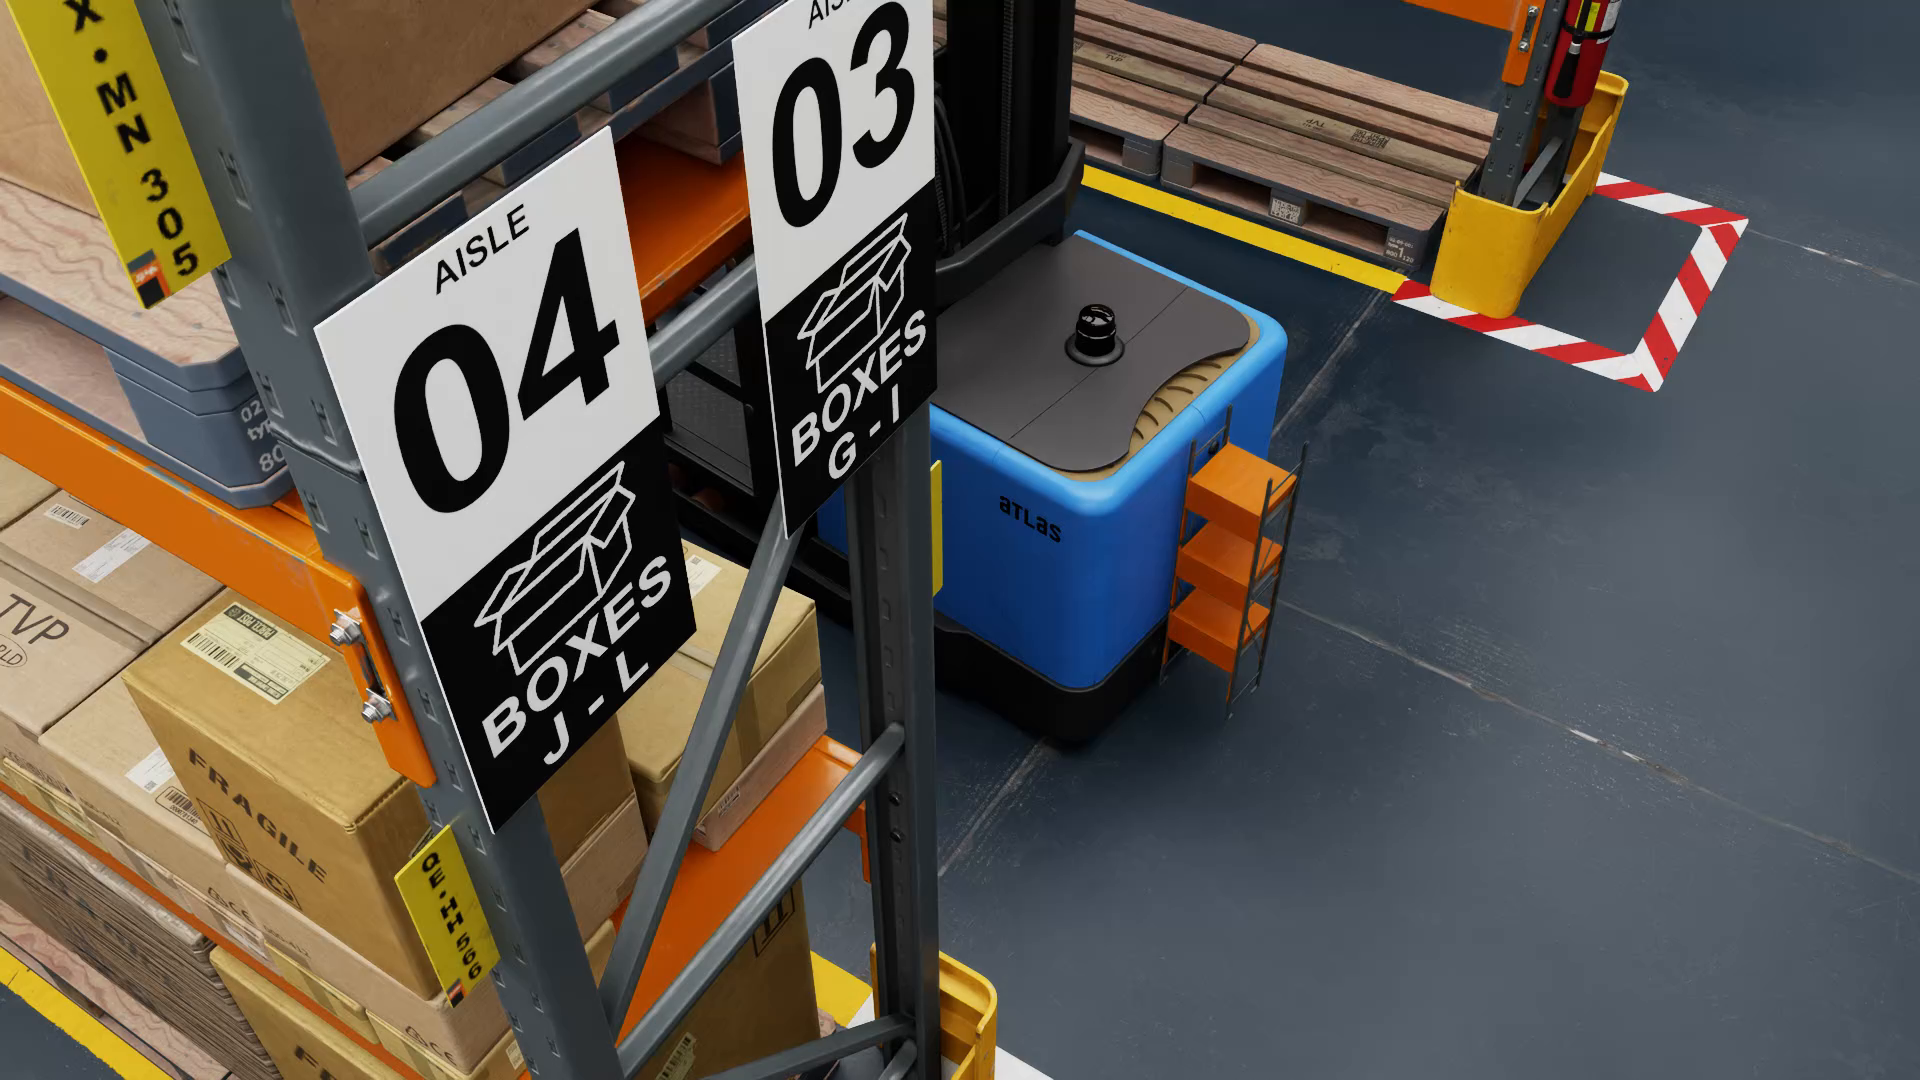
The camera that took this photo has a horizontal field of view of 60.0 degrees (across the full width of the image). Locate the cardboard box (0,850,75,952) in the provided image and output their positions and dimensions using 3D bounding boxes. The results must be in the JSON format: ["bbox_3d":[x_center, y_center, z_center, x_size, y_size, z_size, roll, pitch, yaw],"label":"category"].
[{"bbox_3d":[-2.463,0.362,4.495,0.875,0.875,0.875,25,51,22],"label":"cardboard box"}]

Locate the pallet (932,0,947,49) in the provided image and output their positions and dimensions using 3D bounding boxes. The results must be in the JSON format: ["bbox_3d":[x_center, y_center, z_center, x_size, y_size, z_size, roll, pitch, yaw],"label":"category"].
[{"bbox_3d":[-0.419,-2.641,8.169,1.213,0.211,1.003,25,51,22],"label":"pallet"}]

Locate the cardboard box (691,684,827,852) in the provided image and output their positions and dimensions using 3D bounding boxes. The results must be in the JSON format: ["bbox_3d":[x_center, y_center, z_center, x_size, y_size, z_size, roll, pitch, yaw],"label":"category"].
[{"bbox_3d":[-0.487,0.416,3.430,0.250,0.149,0.380,25,51,23],"label":"cardboard box"}]

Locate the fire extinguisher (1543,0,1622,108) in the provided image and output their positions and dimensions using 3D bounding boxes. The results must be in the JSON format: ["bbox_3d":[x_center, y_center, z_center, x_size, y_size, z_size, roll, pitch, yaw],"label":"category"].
[{"bbox_3d":[2.189,-1.836,5.756,0.183,0.674,0.296,25,51,22],"label":"fire extinguisher"}]

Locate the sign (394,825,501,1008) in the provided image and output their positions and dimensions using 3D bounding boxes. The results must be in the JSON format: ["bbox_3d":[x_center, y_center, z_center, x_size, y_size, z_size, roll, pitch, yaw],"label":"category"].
[{"bbox_3d":[-0.671,0.501,2.199,0.005,0.325,0.100,25,51,22],"label":"sign"}]

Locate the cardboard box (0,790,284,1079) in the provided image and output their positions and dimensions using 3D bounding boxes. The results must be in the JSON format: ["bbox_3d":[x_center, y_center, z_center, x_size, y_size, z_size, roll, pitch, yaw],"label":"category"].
[{"bbox_3d":[-1.714,0.707,4.160,0.875,0.875,0.875,25,51,22],"label":"cardboard box"}]

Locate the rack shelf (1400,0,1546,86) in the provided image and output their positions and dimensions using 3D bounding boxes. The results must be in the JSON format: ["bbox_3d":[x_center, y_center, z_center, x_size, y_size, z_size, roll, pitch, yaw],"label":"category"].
[{"bbox_3d":[0.624,-2.849,6.928,4.000,0.370,1.077,25,51,22],"label":"rack shelf"}]

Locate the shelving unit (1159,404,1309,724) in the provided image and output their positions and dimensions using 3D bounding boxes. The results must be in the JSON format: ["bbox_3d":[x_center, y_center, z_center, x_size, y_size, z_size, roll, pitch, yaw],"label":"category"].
[{"bbox_3d":[0.794,0.096,4.924,0.252,1.050,0.215,30,53,26],"label":"shelving unit"}]

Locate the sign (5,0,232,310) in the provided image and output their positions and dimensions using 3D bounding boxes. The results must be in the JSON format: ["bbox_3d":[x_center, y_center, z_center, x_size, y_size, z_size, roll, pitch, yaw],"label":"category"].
[{"bbox_3d":[-0.671,-0.339,1.335,0.005,0.325,0.100,25,51,22],"label":"sign"}]

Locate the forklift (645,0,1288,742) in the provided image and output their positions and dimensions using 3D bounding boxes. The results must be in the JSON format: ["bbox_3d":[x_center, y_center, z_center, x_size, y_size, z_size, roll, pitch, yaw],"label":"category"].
[{"bbox_3d":[-0.483,-1.303,4.972,3.031,2.935,1.130,30,53,26],"label":"forklift"}]

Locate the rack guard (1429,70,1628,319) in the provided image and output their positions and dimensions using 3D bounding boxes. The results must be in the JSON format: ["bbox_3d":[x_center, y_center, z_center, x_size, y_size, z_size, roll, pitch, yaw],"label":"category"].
[{"bbox_3d":[2.335,-1.453,6.813,0.348,0.500,1.175,25,51,22],"label":"rack guard"}]

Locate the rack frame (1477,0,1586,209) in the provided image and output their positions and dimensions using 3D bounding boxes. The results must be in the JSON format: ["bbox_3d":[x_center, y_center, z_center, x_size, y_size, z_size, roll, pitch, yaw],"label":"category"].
[{"bbox_3d":[2.308,-2.325,5.918,0.127,3.000,1.000,25,51,22],"label":"rack frame"}]

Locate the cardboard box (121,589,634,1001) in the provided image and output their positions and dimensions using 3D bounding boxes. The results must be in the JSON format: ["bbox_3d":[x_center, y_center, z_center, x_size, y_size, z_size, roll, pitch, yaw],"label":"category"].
[{"bbox_3d":[-0.918,0.322,2.720,0.500,0.500,0.500,25,51,23],"label":"cardboard box"}]

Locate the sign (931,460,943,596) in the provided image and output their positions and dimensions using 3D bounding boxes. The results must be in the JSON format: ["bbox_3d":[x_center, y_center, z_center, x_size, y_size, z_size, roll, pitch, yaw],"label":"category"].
[{"bbox_3d":[-0.062,0.003,2.997,0.005,0.325,0.100,25,51,22],"label":"sign"}]

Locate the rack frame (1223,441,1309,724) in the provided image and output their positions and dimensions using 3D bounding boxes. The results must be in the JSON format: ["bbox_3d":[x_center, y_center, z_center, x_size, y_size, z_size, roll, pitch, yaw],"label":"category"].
[{"bbox_3d":[0.889,0.151,4.871,0.008,1.050,0.200,30,53,26],"label":"rack frame"}]

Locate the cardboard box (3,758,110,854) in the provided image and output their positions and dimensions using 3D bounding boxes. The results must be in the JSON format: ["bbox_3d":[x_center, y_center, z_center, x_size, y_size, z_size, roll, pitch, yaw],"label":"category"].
[{"bbox_3d":[-1.704,0.419,3.427,0.250,0.149,0.380,24,50,21],"label":"cardboard box"}]

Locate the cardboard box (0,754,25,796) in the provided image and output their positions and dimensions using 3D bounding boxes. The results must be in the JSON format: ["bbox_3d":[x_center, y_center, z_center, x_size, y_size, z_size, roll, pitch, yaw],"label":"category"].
[{"bbox_3d":[-1.923,0.319,3.524,0.250,0.149,0.380,25,51,22],"label":"cardboard box"}]

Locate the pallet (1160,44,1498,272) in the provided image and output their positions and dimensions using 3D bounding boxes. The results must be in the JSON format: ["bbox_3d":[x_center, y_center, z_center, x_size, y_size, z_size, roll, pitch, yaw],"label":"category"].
[{"bbox_3d":[1.635,-1.696,7.251,1.213,0.211,1.003,25,51,22],"label":"pallet"}]

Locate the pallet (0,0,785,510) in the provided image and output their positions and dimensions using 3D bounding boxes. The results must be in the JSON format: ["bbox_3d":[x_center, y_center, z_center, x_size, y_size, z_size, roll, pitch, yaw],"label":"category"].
[{"bbox_3d":[-0.996,-0.631,2.242,1.213,0.211,1.003,25,51,22],"label":"pallet"}]

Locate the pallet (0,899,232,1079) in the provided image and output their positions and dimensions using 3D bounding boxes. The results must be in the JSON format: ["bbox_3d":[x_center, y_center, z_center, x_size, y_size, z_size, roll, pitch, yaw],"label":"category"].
[{"bbox_3d":[-2.104,0.901,4.727,1.213,0.211,1.003,25,51,22],"label":"pallet"}]

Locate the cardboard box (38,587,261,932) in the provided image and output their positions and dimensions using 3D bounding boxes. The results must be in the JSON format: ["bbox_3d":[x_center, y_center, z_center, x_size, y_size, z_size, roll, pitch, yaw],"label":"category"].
[{"bbox_3d":[-1.344,0.389,3.178,0.500,0.250,0.500,24,50,21],"label":"cardboard box"}]

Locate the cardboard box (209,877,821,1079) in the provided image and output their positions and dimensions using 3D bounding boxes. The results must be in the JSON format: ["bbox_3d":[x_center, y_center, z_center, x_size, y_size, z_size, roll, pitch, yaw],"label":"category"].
[{"bbox_3d":[-0.948,1.059,3.818,0.875,0.875,0.875,25,51,22],"label":"cardboard box"}]

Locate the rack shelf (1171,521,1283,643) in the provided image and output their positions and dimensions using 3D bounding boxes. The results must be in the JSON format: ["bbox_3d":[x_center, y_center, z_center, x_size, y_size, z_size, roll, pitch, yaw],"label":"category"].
[{"bbox_3d":[0.794,0.104,4.932,0.240,0.259,0.215,30,53,26],"label":"rack shelf"}]

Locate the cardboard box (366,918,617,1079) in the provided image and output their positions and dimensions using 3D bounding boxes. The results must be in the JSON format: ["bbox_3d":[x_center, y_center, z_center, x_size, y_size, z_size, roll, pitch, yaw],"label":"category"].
[{"bbox_3d":[-0.844,0.813,3.043,0.250,0.149,0.380,26,51,23],"label":"cardboard box"}]

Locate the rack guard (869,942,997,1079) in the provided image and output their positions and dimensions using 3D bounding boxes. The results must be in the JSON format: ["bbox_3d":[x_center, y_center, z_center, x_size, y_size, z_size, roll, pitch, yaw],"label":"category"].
[{"bbox_3d":[-0.346,1.545,3.900,0.348,0.500,1.175,25,51,22],"label":"rack guard"}]

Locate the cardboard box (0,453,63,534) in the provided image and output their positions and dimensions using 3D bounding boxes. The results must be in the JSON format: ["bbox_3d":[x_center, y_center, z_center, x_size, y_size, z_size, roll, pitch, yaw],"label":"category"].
[{"bbox_3d":[-2.213,-0.007,3.562,0.500,0.250,0.500,25,51,22],"label":"cardboard box"}]

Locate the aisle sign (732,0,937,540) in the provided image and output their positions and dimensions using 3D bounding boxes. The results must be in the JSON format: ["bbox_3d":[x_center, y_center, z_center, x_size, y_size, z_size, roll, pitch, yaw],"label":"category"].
[{"bbox_3d":[-0.144,-0.395,2.229,0.004,0.787,0.394,25,51,22],"label":"aisle sign"}]

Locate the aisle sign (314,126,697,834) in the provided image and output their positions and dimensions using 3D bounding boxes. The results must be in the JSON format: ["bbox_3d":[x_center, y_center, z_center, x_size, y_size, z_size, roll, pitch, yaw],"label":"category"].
[{"bbox_3d":[-0.468,-0.032,1.877,0.004,0.787,0.394,25,51,22],"label":"aisle sign"}]

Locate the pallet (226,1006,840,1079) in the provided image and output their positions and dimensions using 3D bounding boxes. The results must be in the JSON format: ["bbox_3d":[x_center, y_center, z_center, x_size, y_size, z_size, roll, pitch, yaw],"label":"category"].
[{"bbox_3d":[-1.081,1.374,4.268,1.213,0.211,1.003,25,51,22],"label":"pallet"}]

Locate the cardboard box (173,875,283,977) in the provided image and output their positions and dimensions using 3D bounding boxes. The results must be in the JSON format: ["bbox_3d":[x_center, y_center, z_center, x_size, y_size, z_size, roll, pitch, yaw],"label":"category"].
[{"bbox_3d":[-1.275,0.615,3.236,0.250,0.149,0.380,25,51,22],"label":"cardboard box"}]

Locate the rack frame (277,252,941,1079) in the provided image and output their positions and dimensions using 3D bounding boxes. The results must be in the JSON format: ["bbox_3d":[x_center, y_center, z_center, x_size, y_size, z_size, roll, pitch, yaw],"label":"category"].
[{"bbox_3d":[-0.366,0.665,3.013,0.127,3.000,1.000,25,51,22],"label":"rack frame"}]

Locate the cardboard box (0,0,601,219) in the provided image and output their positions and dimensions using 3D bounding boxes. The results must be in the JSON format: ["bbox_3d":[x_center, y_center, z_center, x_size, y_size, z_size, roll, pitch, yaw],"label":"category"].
[{"bbox_3d":[-0.833,-0.766,1.879,0.500,0.500,0.700,22,50,20],"label":"cardboard box"}]

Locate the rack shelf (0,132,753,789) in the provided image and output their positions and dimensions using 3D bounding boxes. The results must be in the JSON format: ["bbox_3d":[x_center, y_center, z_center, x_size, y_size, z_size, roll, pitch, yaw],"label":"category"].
[{"bbox_3d":[-2.050,-0.904,2.947,4.000,0.370,1.077,25,51,22],"label":"rack shelf"}]

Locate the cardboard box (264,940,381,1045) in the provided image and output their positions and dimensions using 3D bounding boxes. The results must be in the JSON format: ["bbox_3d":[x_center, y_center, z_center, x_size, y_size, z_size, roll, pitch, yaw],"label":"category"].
[{"bbox_3d":[-1.063,0.714,3.140,0.250,0.149,0.380,25,51,22],"label":"cardboard box"}]

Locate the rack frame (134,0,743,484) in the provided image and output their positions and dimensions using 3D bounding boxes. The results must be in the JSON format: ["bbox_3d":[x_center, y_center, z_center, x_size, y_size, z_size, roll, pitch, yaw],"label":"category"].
[{"bbox_3d":[-0.366,-1.426,0.861,0.127,3.000,1.000,25,51,22],"label":"rack frame"}]

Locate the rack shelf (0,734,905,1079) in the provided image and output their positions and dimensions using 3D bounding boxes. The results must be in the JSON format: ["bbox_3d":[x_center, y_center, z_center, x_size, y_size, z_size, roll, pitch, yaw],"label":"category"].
[{"bbox_3d":[-2.050,0.141,4.023,4.000,0.370,1.077,25,51,22],"label":"rack shelf"}]

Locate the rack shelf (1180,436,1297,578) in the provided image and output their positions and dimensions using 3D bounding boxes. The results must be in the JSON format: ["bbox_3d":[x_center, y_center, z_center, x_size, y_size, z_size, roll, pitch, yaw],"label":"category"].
[{"bbox_3d":[0.794,-0.094,4.728,0.240,0.259,0.215,30,53,26],"label":"rack shelf"}]

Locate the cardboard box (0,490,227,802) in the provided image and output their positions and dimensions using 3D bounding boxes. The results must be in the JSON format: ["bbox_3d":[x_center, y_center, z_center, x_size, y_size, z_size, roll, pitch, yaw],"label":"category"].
[{"bbox_3d":[-1.773,0.192,3.369,0.500,0.250,0.500,23,50,21],"label":"cardboard box"}]

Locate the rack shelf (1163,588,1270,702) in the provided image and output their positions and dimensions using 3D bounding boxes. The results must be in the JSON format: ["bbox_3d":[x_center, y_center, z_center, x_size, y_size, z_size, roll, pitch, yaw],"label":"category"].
[{"bbox_3d":[0.794,0.297,5.131,0.240,0.259,0.215,30,53,26],"label":"rack shelf"}]

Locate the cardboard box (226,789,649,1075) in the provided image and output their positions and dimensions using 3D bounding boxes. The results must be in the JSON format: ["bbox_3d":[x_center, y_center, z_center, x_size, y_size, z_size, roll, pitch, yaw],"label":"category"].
[{"bbox_3d":[-0.917,0.586,2.986,0.500,0.250,0.500,24,50,22],"label":"cardboard box"}]

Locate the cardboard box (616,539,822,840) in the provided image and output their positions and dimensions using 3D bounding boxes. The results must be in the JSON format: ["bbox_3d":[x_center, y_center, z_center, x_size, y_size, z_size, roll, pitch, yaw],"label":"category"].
[{"bbox_3d":[-0.624,0.264,3.299,0.500,0.250,0.500,23,50,21],"label":"cardboard box"}]

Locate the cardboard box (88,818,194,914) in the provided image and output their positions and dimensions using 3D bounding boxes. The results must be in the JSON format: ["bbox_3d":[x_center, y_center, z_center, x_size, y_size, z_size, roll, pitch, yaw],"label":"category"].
[{"bbox_3d":[-1.485,0.518,3.330,0.250,0.149,0.380,26,51,23],"label":"cardboard box"}]

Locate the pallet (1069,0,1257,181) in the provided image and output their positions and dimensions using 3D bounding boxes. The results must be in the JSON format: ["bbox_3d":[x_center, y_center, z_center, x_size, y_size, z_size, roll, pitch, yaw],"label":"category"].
[{"bbox_3d":[0.612,-2.169,7.711,1.213,0.211,1.003,25,51,22],"label":"pallet"}]

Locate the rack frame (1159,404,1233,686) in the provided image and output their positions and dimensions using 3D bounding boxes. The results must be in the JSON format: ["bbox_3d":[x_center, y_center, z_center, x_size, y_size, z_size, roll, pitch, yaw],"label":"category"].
[{"bbox_3d":[0.699,0.041,4.978,0.008,1.050,0.200,30,53,26],"label":"rack frame"}]
